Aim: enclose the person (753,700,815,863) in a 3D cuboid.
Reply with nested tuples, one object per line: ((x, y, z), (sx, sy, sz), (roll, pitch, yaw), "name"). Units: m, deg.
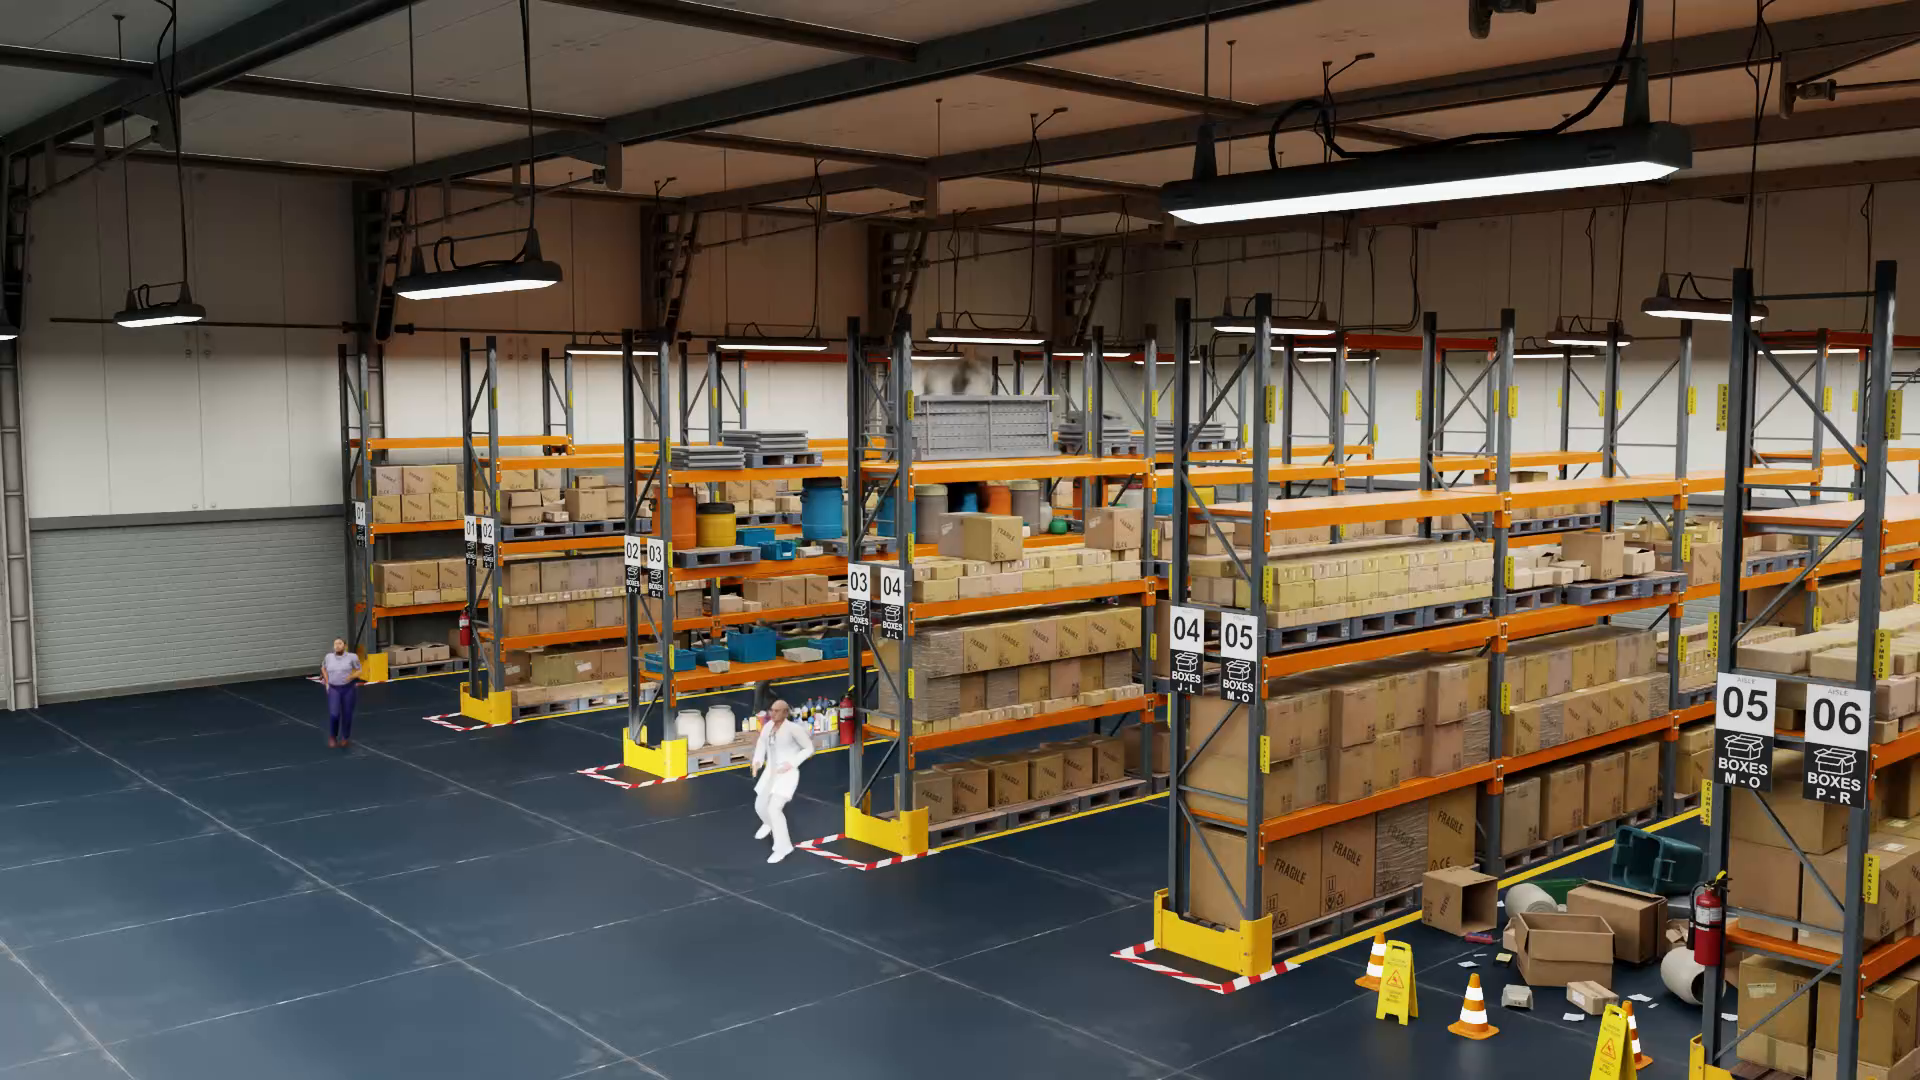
((-2.024, 2.656, 18.595), (0.923, 1.782, 0.790), (3, 6, 33), "person")

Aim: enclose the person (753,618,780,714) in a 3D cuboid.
((-3.002, 2.027, 25.606), (0.557, 1.681, 0.901), (5, 7, 42), "person")

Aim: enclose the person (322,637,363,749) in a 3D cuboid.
((-8.924, 2.211, 24.020), (0.580, 1.638, 0.638), (-1, 5, -15), "person")
